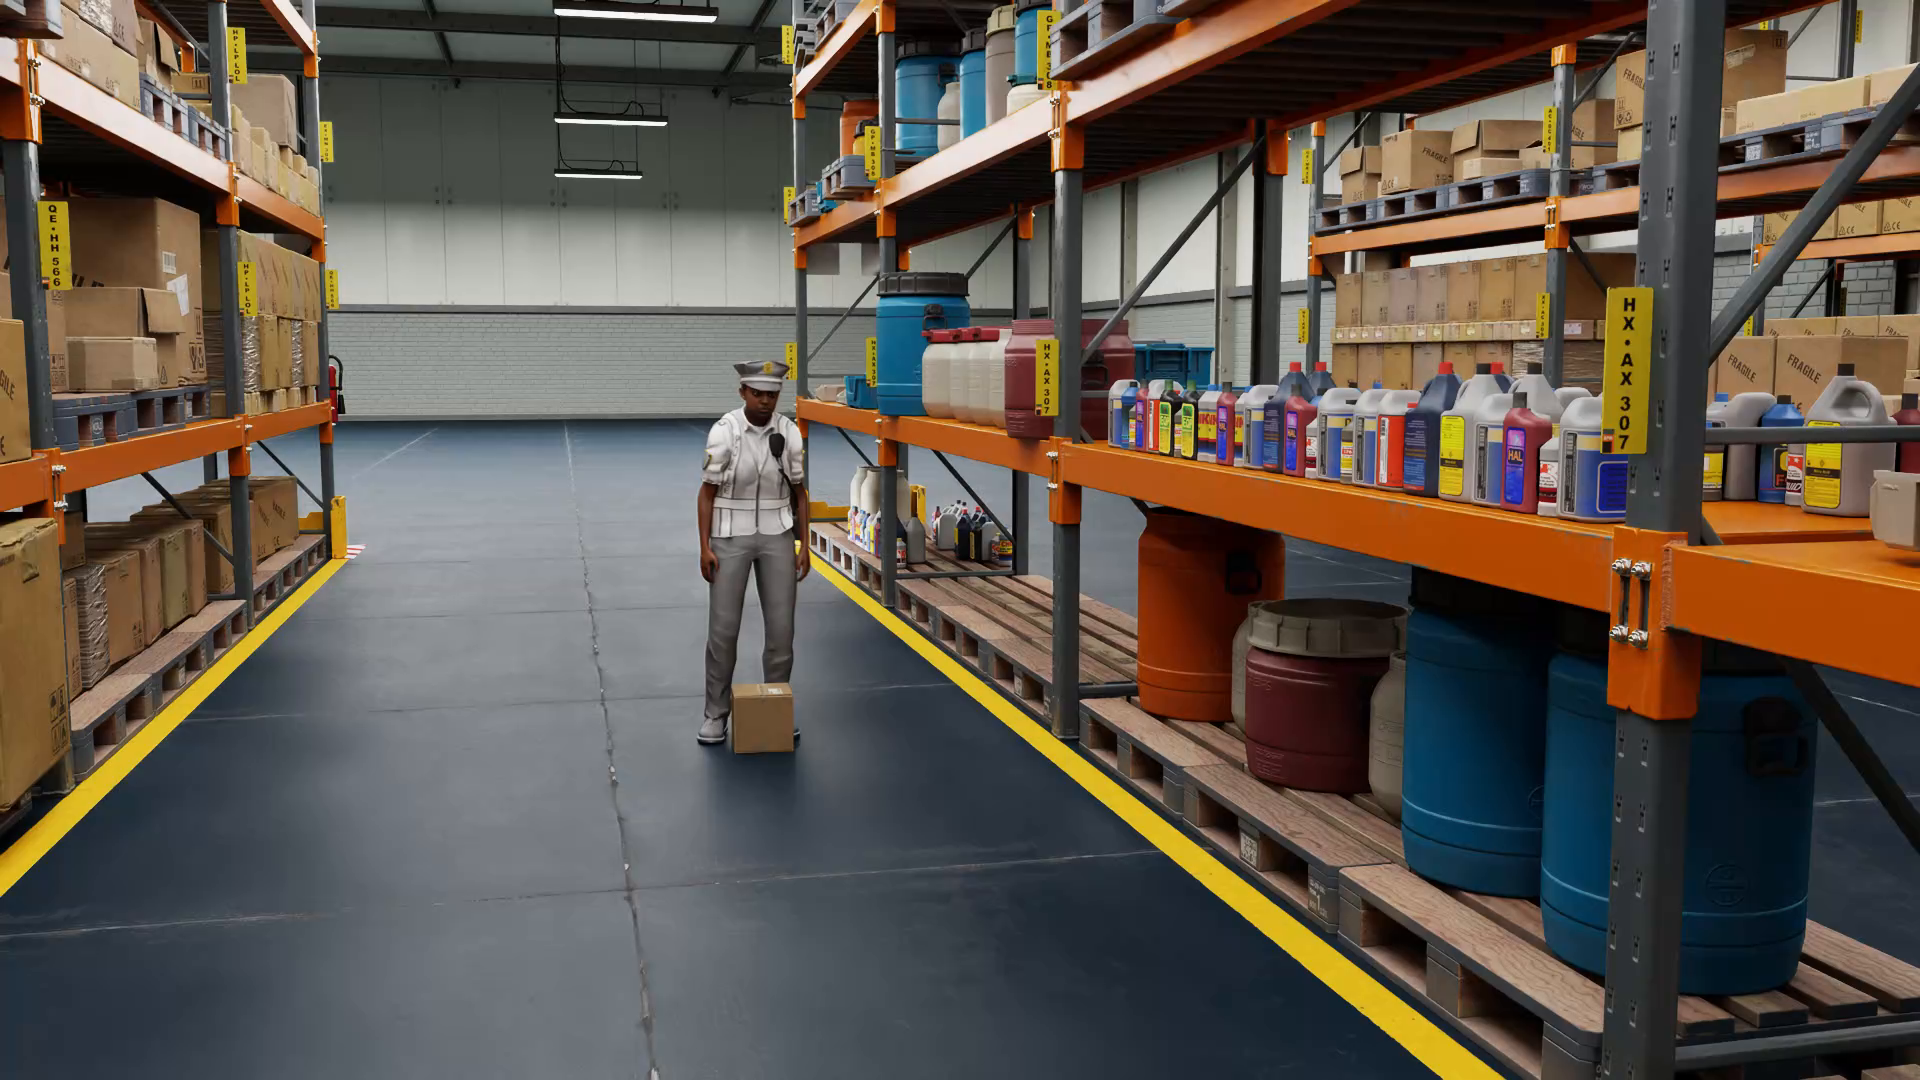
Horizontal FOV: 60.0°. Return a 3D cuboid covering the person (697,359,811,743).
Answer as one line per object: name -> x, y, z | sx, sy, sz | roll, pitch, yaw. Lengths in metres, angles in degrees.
person -> -0.915, 0.040, 7.313 | 0.531, 1.660, 0.398 | -2, 7, -17
